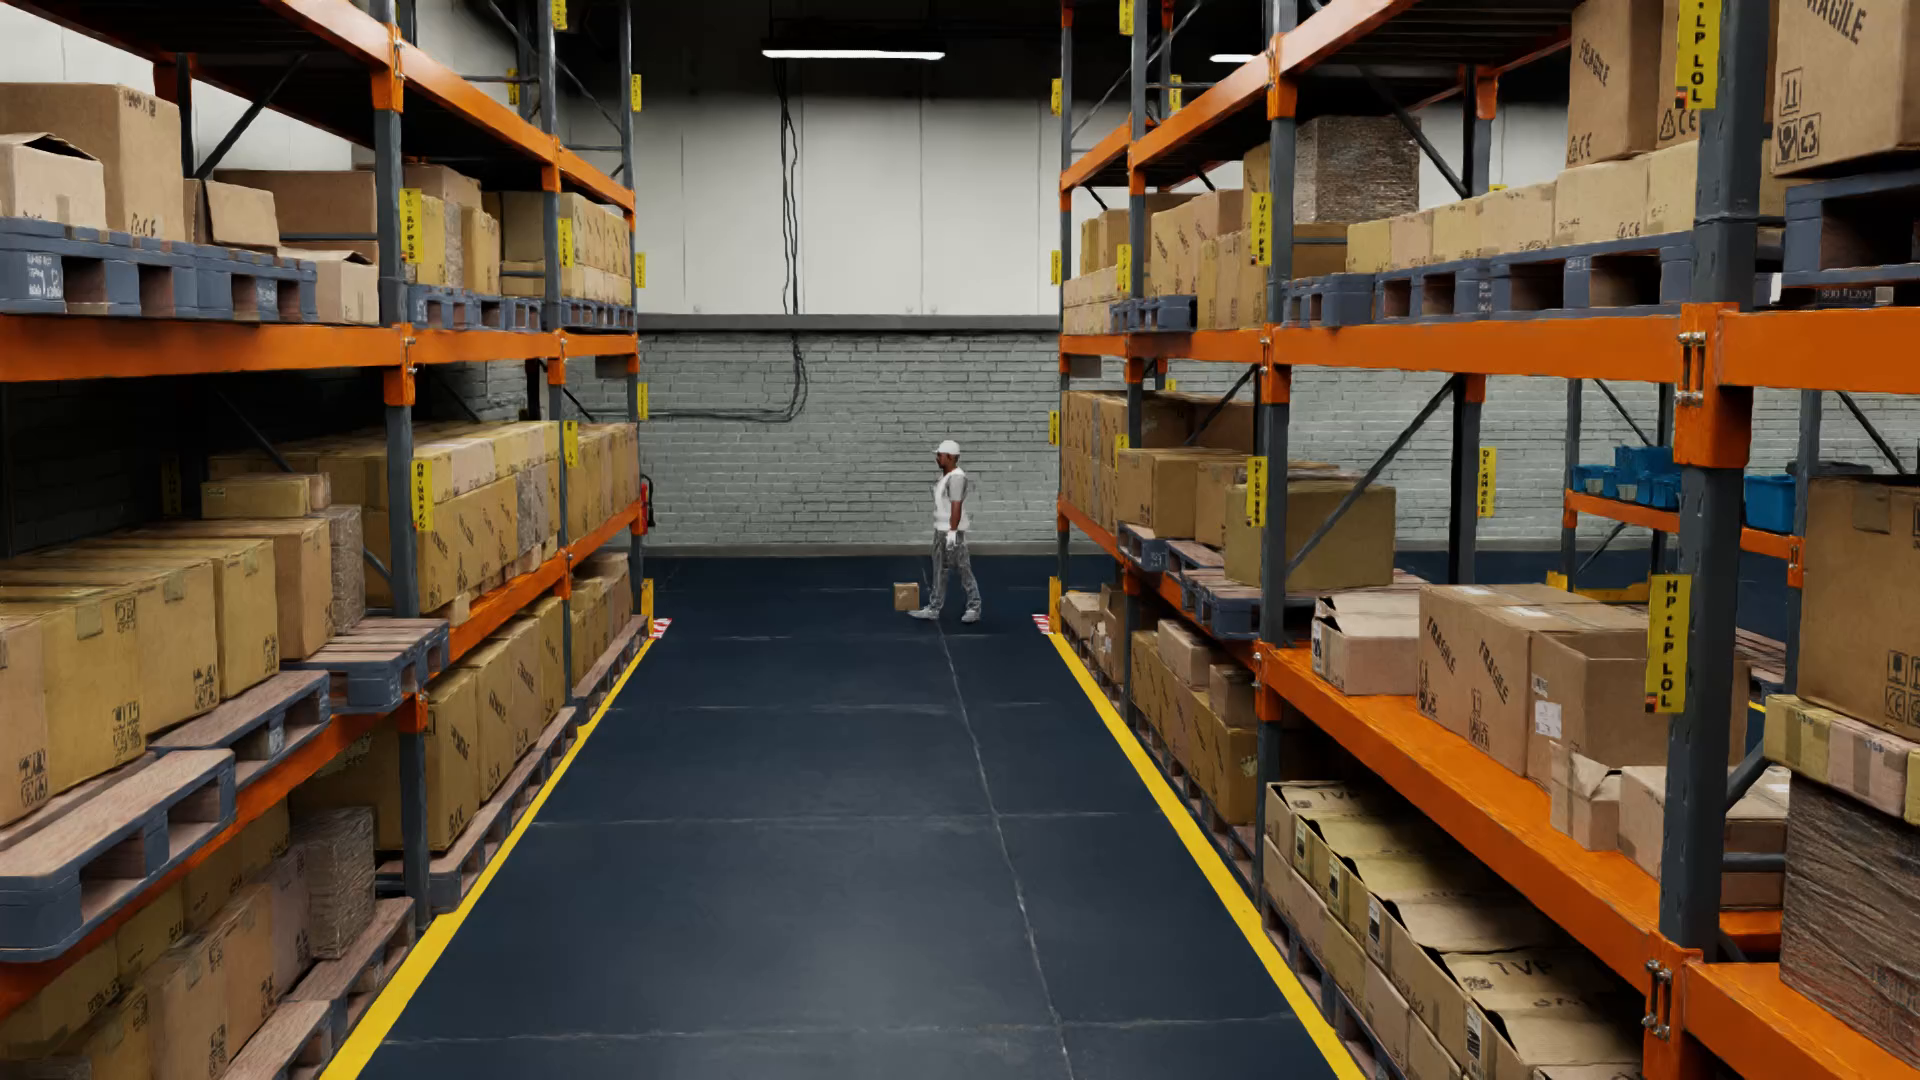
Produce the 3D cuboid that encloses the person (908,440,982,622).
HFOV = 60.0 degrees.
[{"bbox_3d":[-0.155,-0.093,16.360,0.672,1.782,0.801,-2,7,-13],"label":"person"}]
